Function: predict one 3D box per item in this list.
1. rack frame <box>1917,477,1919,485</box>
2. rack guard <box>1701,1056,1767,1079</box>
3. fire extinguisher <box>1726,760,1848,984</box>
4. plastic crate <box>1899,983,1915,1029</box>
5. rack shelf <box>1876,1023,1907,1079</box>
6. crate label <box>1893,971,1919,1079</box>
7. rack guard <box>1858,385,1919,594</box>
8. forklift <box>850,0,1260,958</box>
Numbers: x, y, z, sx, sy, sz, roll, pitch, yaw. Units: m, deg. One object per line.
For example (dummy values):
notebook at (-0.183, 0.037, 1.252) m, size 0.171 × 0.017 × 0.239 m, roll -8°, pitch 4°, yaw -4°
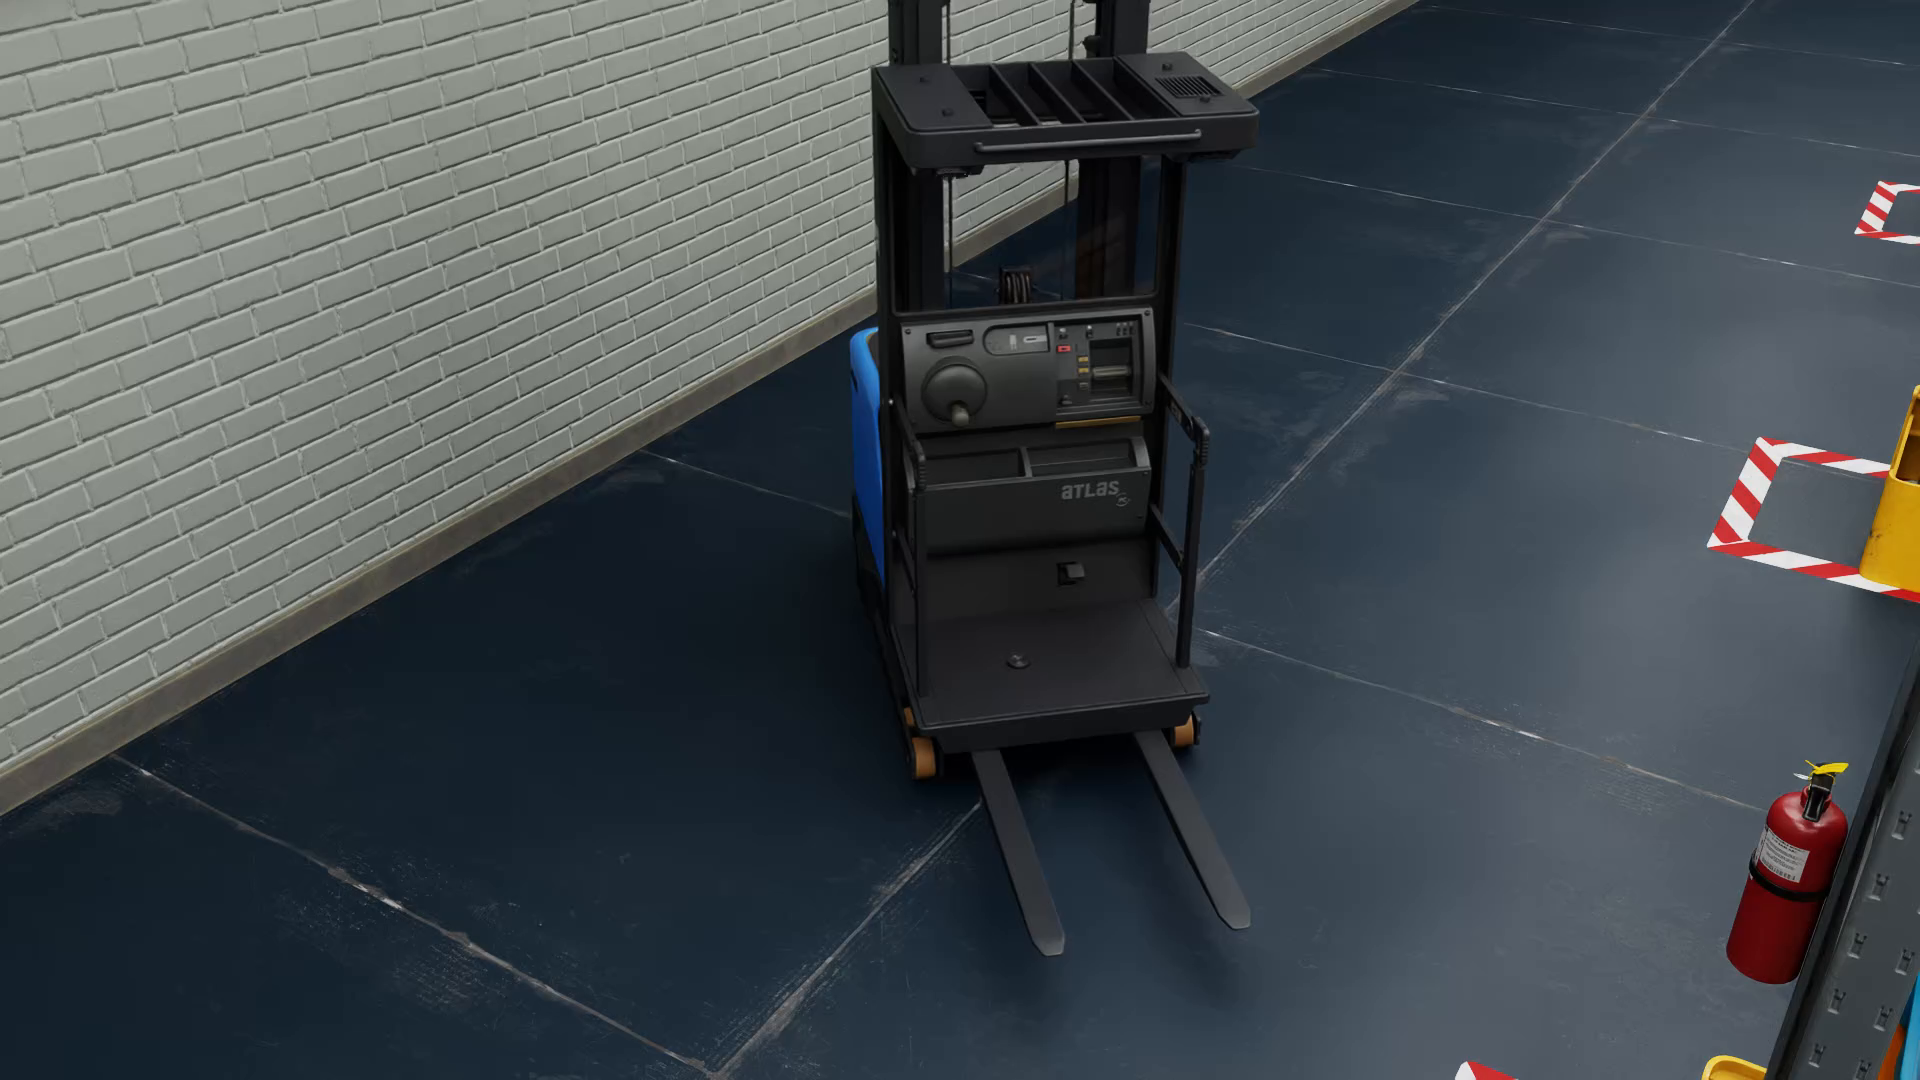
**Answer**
rack frame at (4.500, -1.325, 7.045) m, size 0.127 × 3.000 × 1.000 m, roll 18°, pitch 35°, yaw 27°
rack guard at (1.840, 1.867, 4.053) m, size 0.348 × 0.500 × 1.175 m, roll 18°, pitch 35°, yaw 27°
fire extinguisher at (1.981, 0.749, 3.937) m, size 0.183 × 0.674 × 0.296 m, roll 18°, pitch 35°, yaw 27°
plastic crate at (2.250, 0.757, 3.381) m, size 0.499 × 0.435 × 0.616 m, roll 18°, pitch 35°, yaw 27°
rack shelf at (3.561, 1.635, 2.685) m, size 4.000 × 0.370 × 1.077 m, roll 18°, pitch 35°, yaw 27°
crate label at (1.901, 1.042, 3.095) m, size 0.303 × 0.233 × 0.416 m, roll 18°, pitch 35°, yaw 27°
rack guard at (4.480, -0.252, 7.686) m, size 0.348 × 0.500 × 1.175 m, roll 18°, pitch 35°, yaw 27°
forklift at (0.296, -0.574, 5.825) m, size 1.130 × 2.935 × 3.031 m, roll -6°, pitch 31°, yaw -10°
